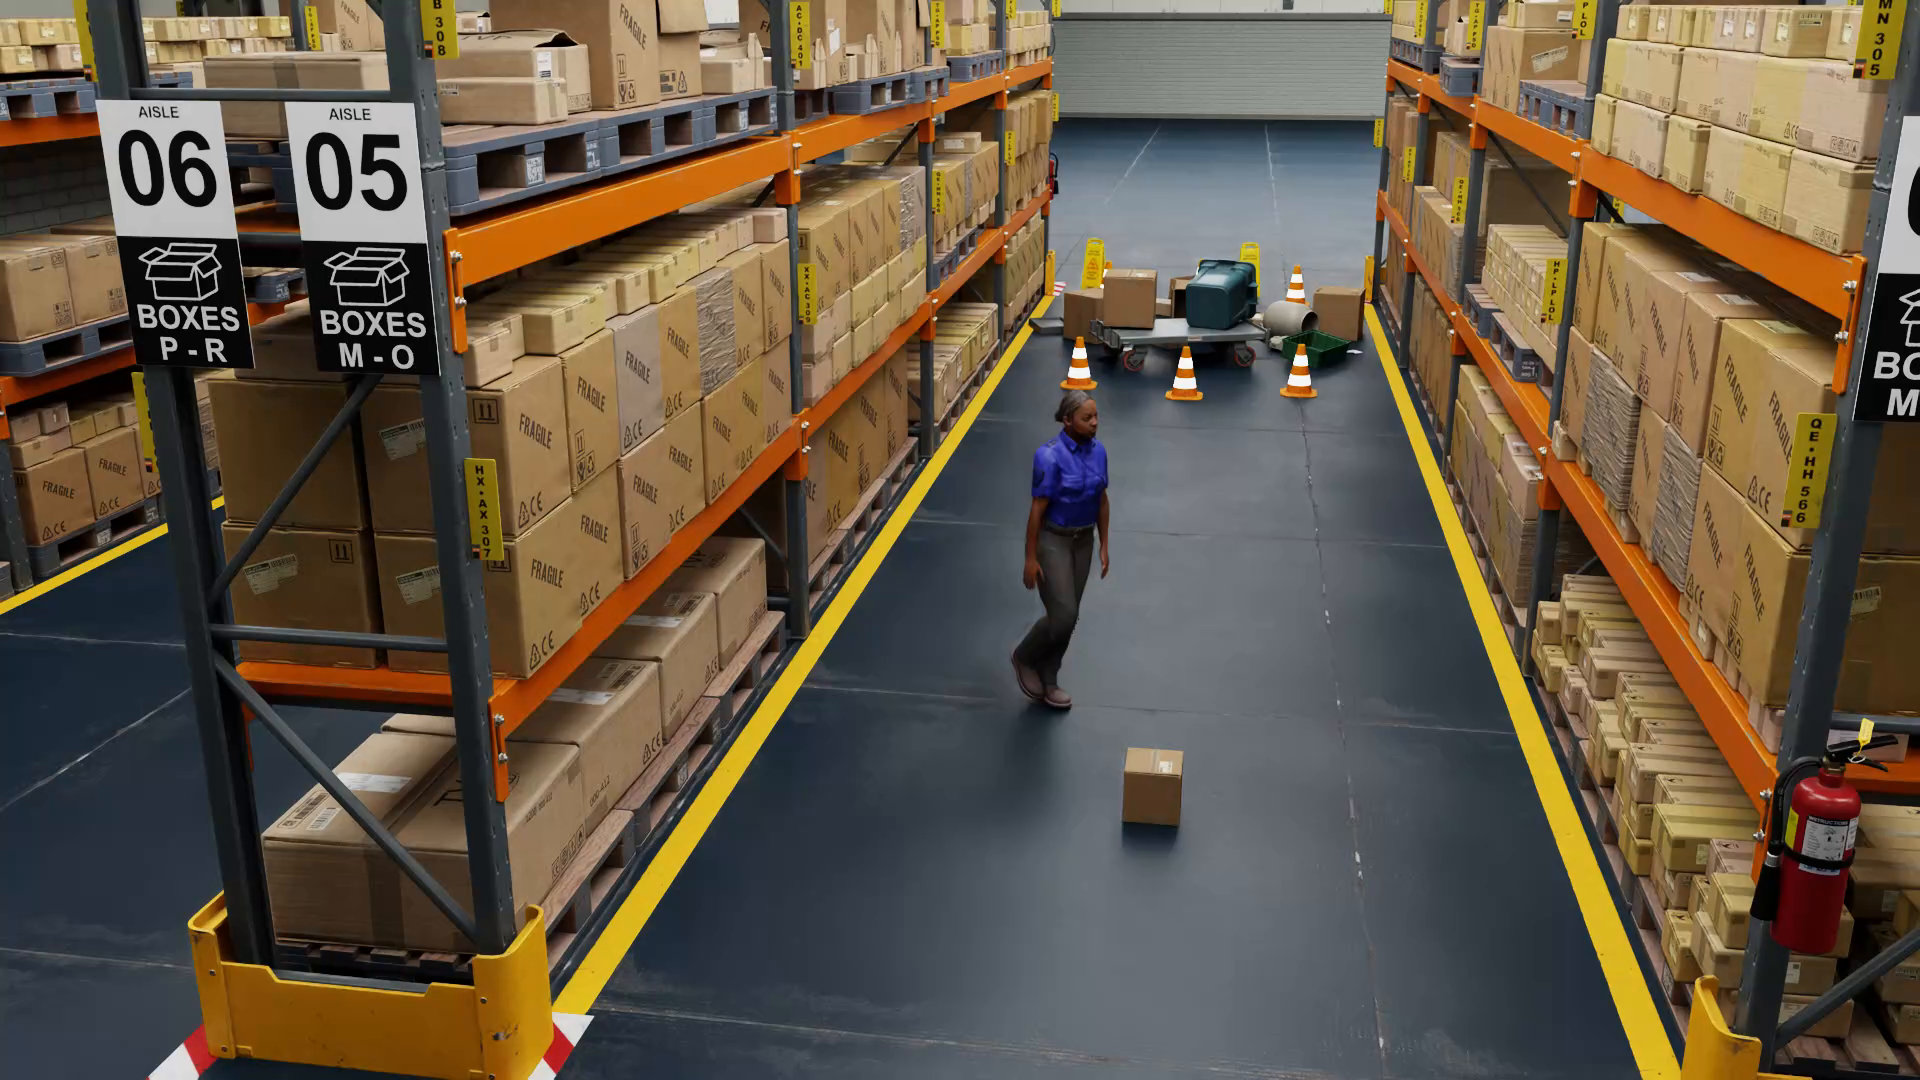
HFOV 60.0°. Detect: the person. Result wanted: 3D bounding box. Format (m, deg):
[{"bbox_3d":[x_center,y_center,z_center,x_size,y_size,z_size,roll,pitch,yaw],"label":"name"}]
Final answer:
[{"bbox_3d":[0.506,0.048,8.363,0.549,1.649,0.457,-14,23,-37],"label":"person"}]
